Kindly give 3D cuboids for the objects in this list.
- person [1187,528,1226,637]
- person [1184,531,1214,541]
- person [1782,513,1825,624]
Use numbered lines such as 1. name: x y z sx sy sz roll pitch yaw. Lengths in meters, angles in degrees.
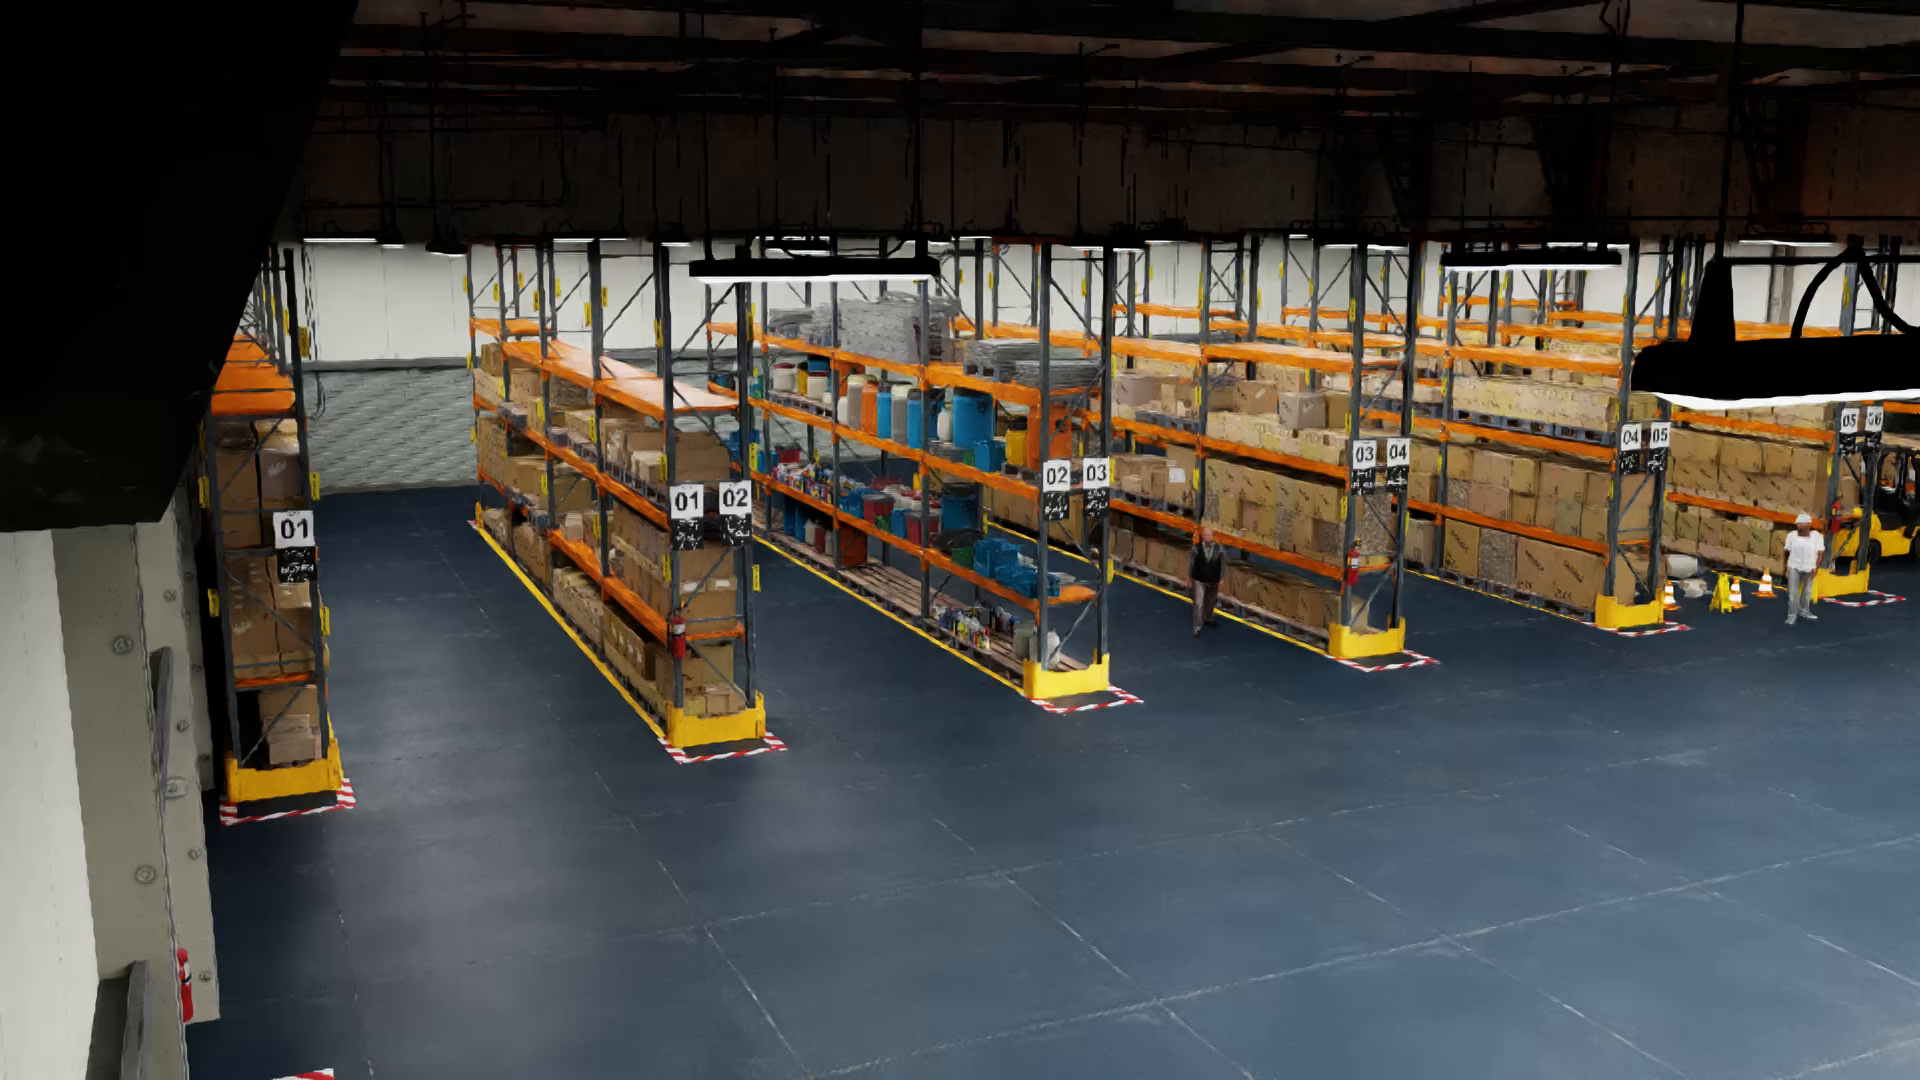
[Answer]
1. person: 3.794 0.625 25.578 0.578 1.672 0.963 0 11 -1
2. person: 4.481 -0.483 31.040 0.577 1.659 1.121 -4 12 -22
3. person: 13.307 0.442 26.272 0.585 1.762 0.709 7 13 31
